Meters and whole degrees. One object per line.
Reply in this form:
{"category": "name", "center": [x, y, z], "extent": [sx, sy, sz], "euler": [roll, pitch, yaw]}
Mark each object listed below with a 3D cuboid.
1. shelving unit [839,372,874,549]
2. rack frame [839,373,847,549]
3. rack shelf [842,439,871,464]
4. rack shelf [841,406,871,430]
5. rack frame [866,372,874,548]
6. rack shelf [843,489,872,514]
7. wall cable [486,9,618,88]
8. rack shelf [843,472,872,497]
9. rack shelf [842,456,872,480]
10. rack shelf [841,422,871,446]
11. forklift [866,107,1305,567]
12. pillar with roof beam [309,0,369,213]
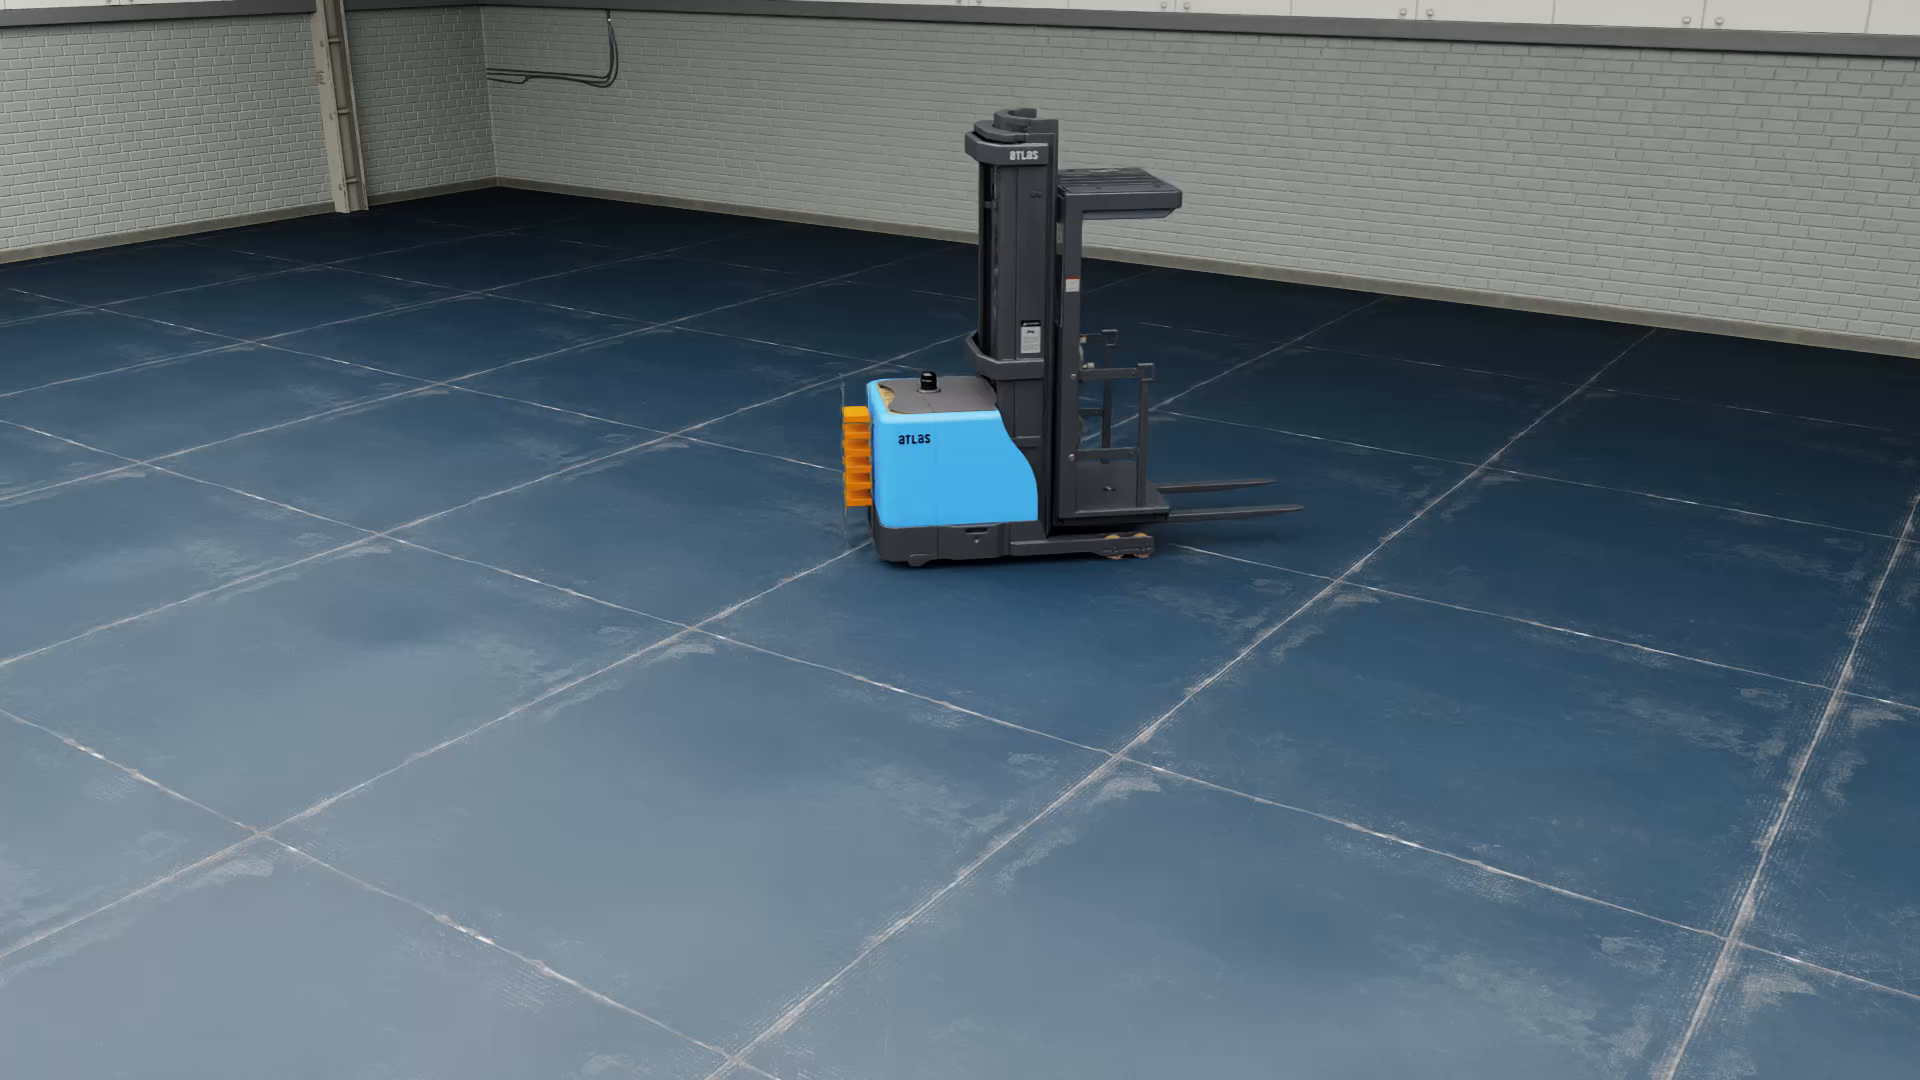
{"category": "shelving unit", "center": [-0.716, -0.543, 11.504], "extent": [0.189, 1.200, 0.258], "euler": [-3, 21, -9]}
{"category": "rack frame", "center": [-0.806, -0.538, 11.490], "extent": [0.006, 1.200, 0.240], "euler": [-3, 21, -9]}
{"category": "rack shelf", "center": [-0.716, -0.614, 11.478], "extent": [0.180, 0.103, 0.258], "euler": [-3, 21, -9]}
{"category": "rack shelf", "center": [-0.716, -0.839, 11.395], "extent": [0.180, 0.103, 0.258], "euler": [-3, 21, -9]}
{"category": "rack frame", "center": [-0.625, -0.548, 11.518], "extent": [0.006, 1.200, 0.240], "euler": [-3, 21, -9]}
{"category": "rack shelf", "center": [-0.716, -0.276, 11.603], "extent": [0.180, 0.103, 0.258], "euler": [-3, 21, -9]}
{"category": "wall cable", "center": [-6.523, -8.376, 25.913], "extent": [3.097, 2.526, 0.112], "euler": [13, 24, 32]}
{"category": "rack shelf", "center": [-0.716, -0.389, 11.561], "extent": [0.180, 0.103, 0.258], "euler": [-3, 21, -9]}
{"category": "rack shelf", "center": [-0.716, -0.502, 11.519], "extent": [0.180, 0.103, 0.258], "euler": [-3, 21, -9]}
{"category": "rack shelf", "center": [-0.716, -0.727, 11.436], "extent": [0.180, 0.103, 0.258], "euler": [-3, 21, -9]}
{"category": "forklift", "center": [0.888, -1.419, 11.375], "extent": [3.031, 2.935, 1.130], "euler": [-3, 21, -9]}
{"category": "pillar with roof beam", "center": [-5.713, -8.405, 21.517], "extent": [9.100, 9.000, 0.400], "euler": [13, 24, 32]}
